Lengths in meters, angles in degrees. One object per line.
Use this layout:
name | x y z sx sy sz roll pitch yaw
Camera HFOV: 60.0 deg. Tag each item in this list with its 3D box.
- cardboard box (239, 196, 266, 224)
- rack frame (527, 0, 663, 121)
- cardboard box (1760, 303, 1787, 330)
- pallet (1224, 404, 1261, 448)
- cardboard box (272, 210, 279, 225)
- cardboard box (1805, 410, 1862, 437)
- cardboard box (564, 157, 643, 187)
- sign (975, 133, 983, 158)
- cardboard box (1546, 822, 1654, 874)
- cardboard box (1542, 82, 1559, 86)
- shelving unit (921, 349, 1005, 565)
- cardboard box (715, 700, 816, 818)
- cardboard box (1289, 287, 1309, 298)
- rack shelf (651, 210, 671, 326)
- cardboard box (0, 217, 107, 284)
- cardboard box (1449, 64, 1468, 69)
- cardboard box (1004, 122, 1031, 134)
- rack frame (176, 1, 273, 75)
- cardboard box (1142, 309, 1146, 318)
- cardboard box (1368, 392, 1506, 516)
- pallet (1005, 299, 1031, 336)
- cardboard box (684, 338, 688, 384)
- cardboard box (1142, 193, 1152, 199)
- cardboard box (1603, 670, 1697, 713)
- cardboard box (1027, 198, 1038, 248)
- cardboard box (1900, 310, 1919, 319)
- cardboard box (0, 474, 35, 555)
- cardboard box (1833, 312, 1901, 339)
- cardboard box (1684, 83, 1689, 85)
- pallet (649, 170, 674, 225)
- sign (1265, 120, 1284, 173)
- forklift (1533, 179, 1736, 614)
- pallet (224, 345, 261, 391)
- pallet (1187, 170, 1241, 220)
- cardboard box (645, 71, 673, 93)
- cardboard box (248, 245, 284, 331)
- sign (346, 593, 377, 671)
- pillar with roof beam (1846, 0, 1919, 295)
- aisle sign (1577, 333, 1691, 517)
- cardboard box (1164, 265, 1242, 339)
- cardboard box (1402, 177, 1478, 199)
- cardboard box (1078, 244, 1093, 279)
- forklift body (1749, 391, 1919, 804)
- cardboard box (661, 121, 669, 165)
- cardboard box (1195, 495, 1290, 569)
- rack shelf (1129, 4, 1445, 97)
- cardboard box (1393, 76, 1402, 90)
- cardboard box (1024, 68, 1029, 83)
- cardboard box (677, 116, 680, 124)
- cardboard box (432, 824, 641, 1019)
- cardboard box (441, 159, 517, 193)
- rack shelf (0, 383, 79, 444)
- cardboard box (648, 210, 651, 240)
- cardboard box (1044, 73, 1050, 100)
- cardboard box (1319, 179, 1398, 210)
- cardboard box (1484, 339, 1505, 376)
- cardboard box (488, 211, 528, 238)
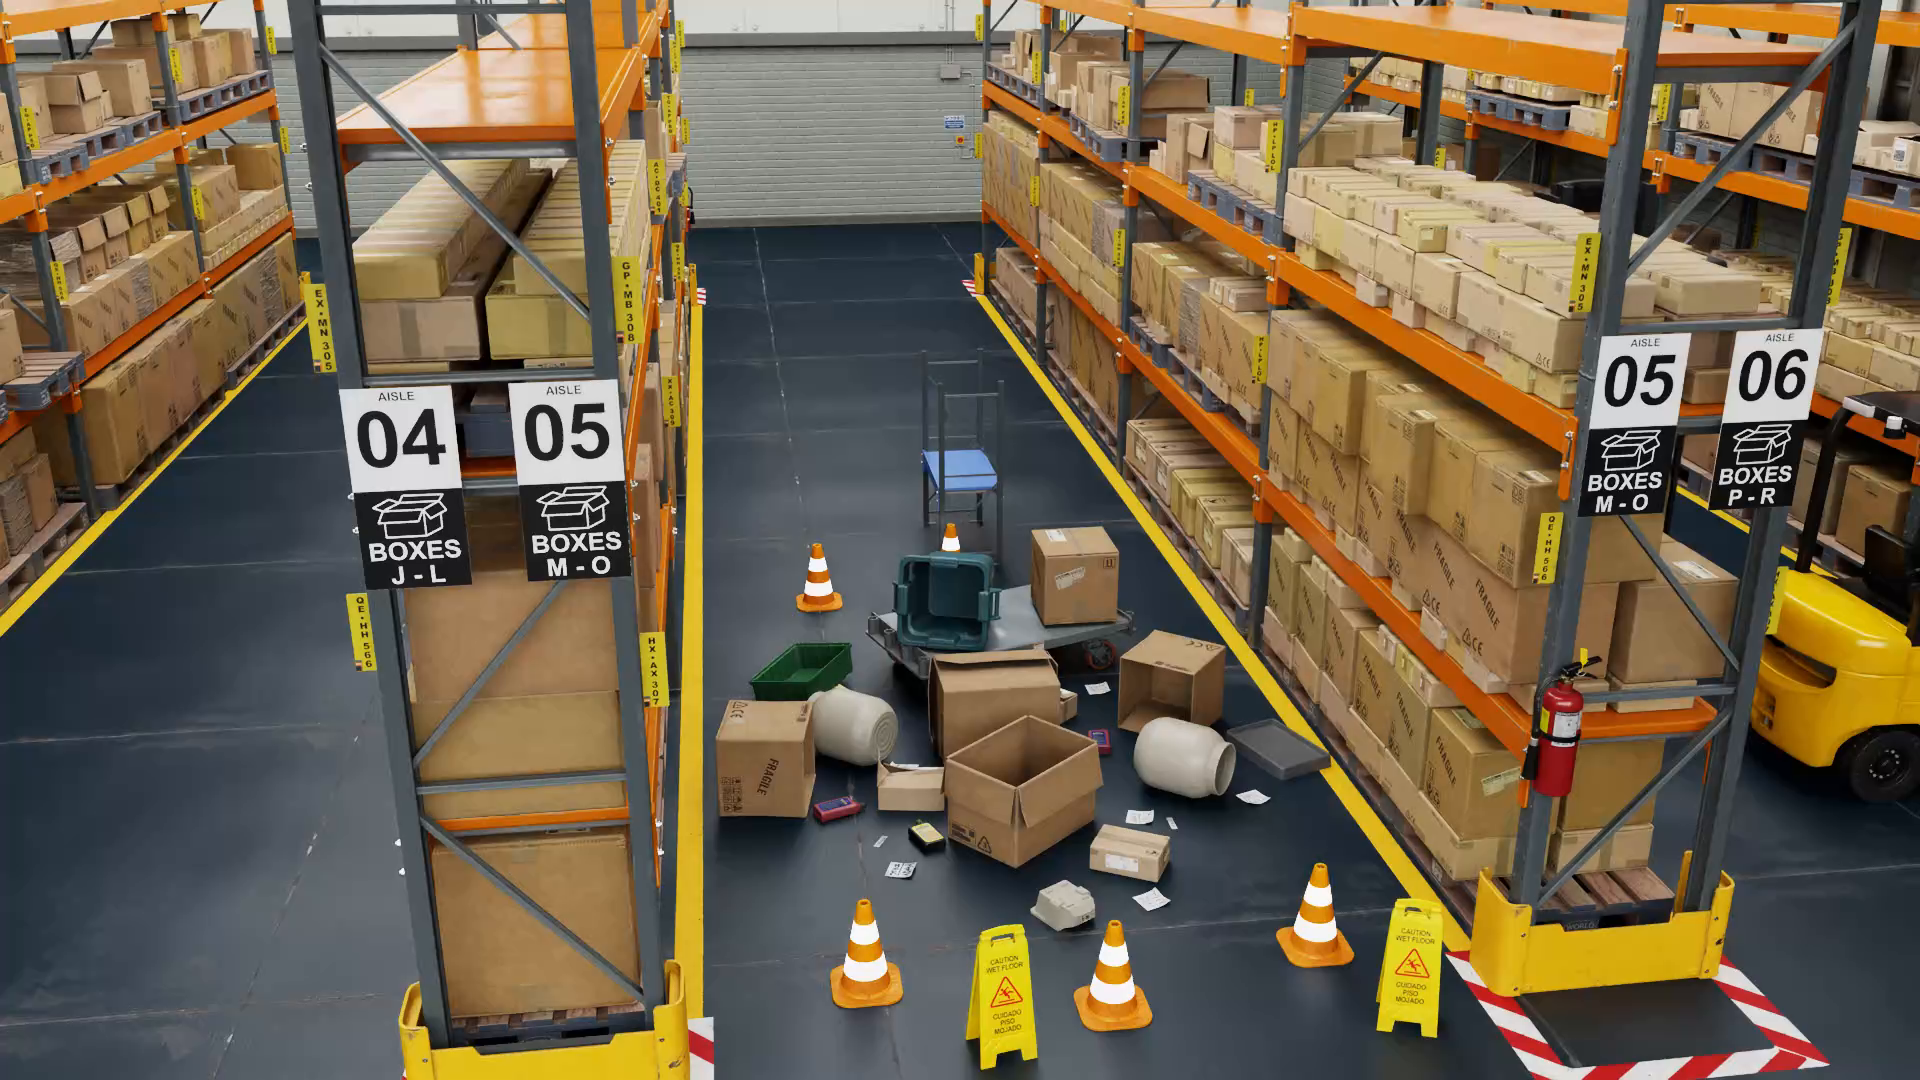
cardboard box | -8.528 -3.897 19.651 0.500 0.250 0.500 -4 21 -10
rack frame | -2.931 -4.590 13.143 1.000 3.000 0.127 -3 21 -8
cardboard box | 6.914 -1.782 13.701 0.500 0.250 0.500 -3 21 -7
pallet | 2.563 -0.861 12.009 1.003 0.211 1.213 -3 21 -8
cardboard box | -8.555 -3.932 20.316 0.380 0.149 0.250 -3 21 -8
cardboard box | 7.140 -0.724 14.162 0.875 0.625 0.625 -4 21 -10
cardboard box | -1.879 -1.927 8.778 0.380 0.149 0.250 -3 21 -7
sign | 0.250 -5.250 22.136 0.100 0.325 0.005 -3 21 -8
cardboard box | 3.263 1.504 8.732 0.500 0.250 0.500 -3 21 -8
cardboard box | 6.177 -4.715 16.957 0.380 0.149 0.250 -3 21 -7
shelving unit | 0.012 -0.673 13.375 0.538 1.500 1.048 -3 21 -8
cardboard box | -1.115 1.261 9.621 0.500 0.500 0.500 1 20 2
cardboard box | 2.553 -1.917 12.467 0.380 0.149 0.250 -2 21 -5
rack shelf | -2.643 -2.155 11.940 1.077 0.370 4.000 -3 21 -8
cardboard box | -8.034 -2.561 14.708 0.797 0.503 0.637 -2 21 -6
cardboard box | 5.977 -5.572 19.134 0.500 0.250 0.500 -3 21 -8
cardboard box | 0.749 -5.066 20.494 0.380 0.149 0.250 -3 21 -7
rack frame | -9.007 -7.144 19.983 1.000 3.000 0.127 -3 21 -8
cardboard box | 1.816 -2.021 14.599 0.380 0.149 0.250 -4 21 -11
cardboard box | 2.575 -0.461 8.667 0.700 0.500 0.500 -3 21 -8
pallet | 1.165 -2.833 21.000 1.003 0.211 1.213 -3 21 -8
cardboard box | -3.152 -1.946 17.613 0.500 0.500 0.500 -3 21 -9
cardboard box | 1.983 -3.113 16.193 0.500 0.500 0.500 -2 21 -6
cardboard box | 3.262 0.696 7.926 0.380 0.149 0.250 -3 21 -8
cardboard box | 1.056 -3.643 19.041 0.500 0.500 0.500 -3 21 -7
cardboard box | 7.523 -1.683 12.866 0.380 0.149 0.250 -3 21 -8
cardboard box | -7.645 -0.177 12.846 0.700 0.500 0.500 -5 21 -12
cardboard box | 6.964 -1.649 12.773 0.380 0.149 0.250 -4 21 -9
cardboard box | 7.040 -4.292 15.854 0.380 0.149 0.250 -3 21 -8
pallet | -2.622 -2.489 12.075 1.003 0.211 1.213 -2 21 -5
sign | 1.981 -2.482 10.484 0.100 0.325 0.005 -3 21 -8
forklift | 4.915 -1.158 12.627 1.130 2.935 3.031 -3 21 -8
pallet | -8.463 -1.910 18.528 1.003 0.211 1.213 -3 21 -8
pallet | 2.393 -2.574 12.303 1.213 0.211 1.003 -3 21 -8
cardboard box | -3.340 -4.912 17.793 0.500 0.250 0.500 -2 21 -6
cardboard box | -8.704 -3.003 19.905 0.875 0.875 0.875 -3 21 -8
sign | -2.317 0.360 6.472 0.100 0.325 0.005 -3 21 -8
pillar with roof beam | 3.684 -4.503 12.911 9.100 9.000 0.400 -3 21 -8
aisle sign | 2.828 -0.476 6.987 0.394 0.787 0.004 -3 21 -8
cardboard box | 1.954 -1.916 13.390 0.500 0.500 0.500 -3 21 -7
cardboard box | 2.853 -2.060 9.878 0.380 0.149 0.250 -2 21 -6
cardboard box | 1.460 -2.736 16.255 0.500 0.250 0.500 -3 21 -9
forklift body | 5.939 0.287 9.873 2.313 2.155 1.214 -3 21 -8
cardboard box | -2.483 -3.039 12.664 0.500 0.311 0.500 -3 21 -8
cardboard box | 2.344 -0.075 12.785 0.950 0.372 0.625 -2 21 -4
rack shelf | 2.241 -3.657 12.247 1.077 0.370 4.000 -3 21 -8
cardboard box | 5.652 -5.715 20.803 0.380 0.149 0.250 -3 21 -8
cardboard box | 0.929 -5.276 18.885 0.380 0.149 0.250 -2 21 -6
cardboard box | -3.772 -5.058 20.974 0.500 0.500 0.500 -3 21 -9
cardboard box | -1.941 1.558 7.695 0.875 0.875 0.875 -3 21 -7
cardboard box | -2.527 -1.892 8.684 0.380 0.149 0.250 -3 21 -9
rack shelf | -7.565 -0.535 11.888 1.077 0.370 4.000 -3 21 -8
cardboard box | -1.985 -1.815 9.618 0.380 0.149 0.250 -3 21 -8
cardboard box | 1.102 -4.797 17.577 0.396 0.266 0.258 -3 21 -8
cardboard box | 2.347 -2.034 9.807 0.380 0.149 0.250 -4 21 -10
cardboard box | 2.705 -0.869 7.828 0.380 0.149 0.250 -2 21 -6
cardboard box | -2.340 -1.404 7.948 0.500 0.250 0.500 -3 21 -7
